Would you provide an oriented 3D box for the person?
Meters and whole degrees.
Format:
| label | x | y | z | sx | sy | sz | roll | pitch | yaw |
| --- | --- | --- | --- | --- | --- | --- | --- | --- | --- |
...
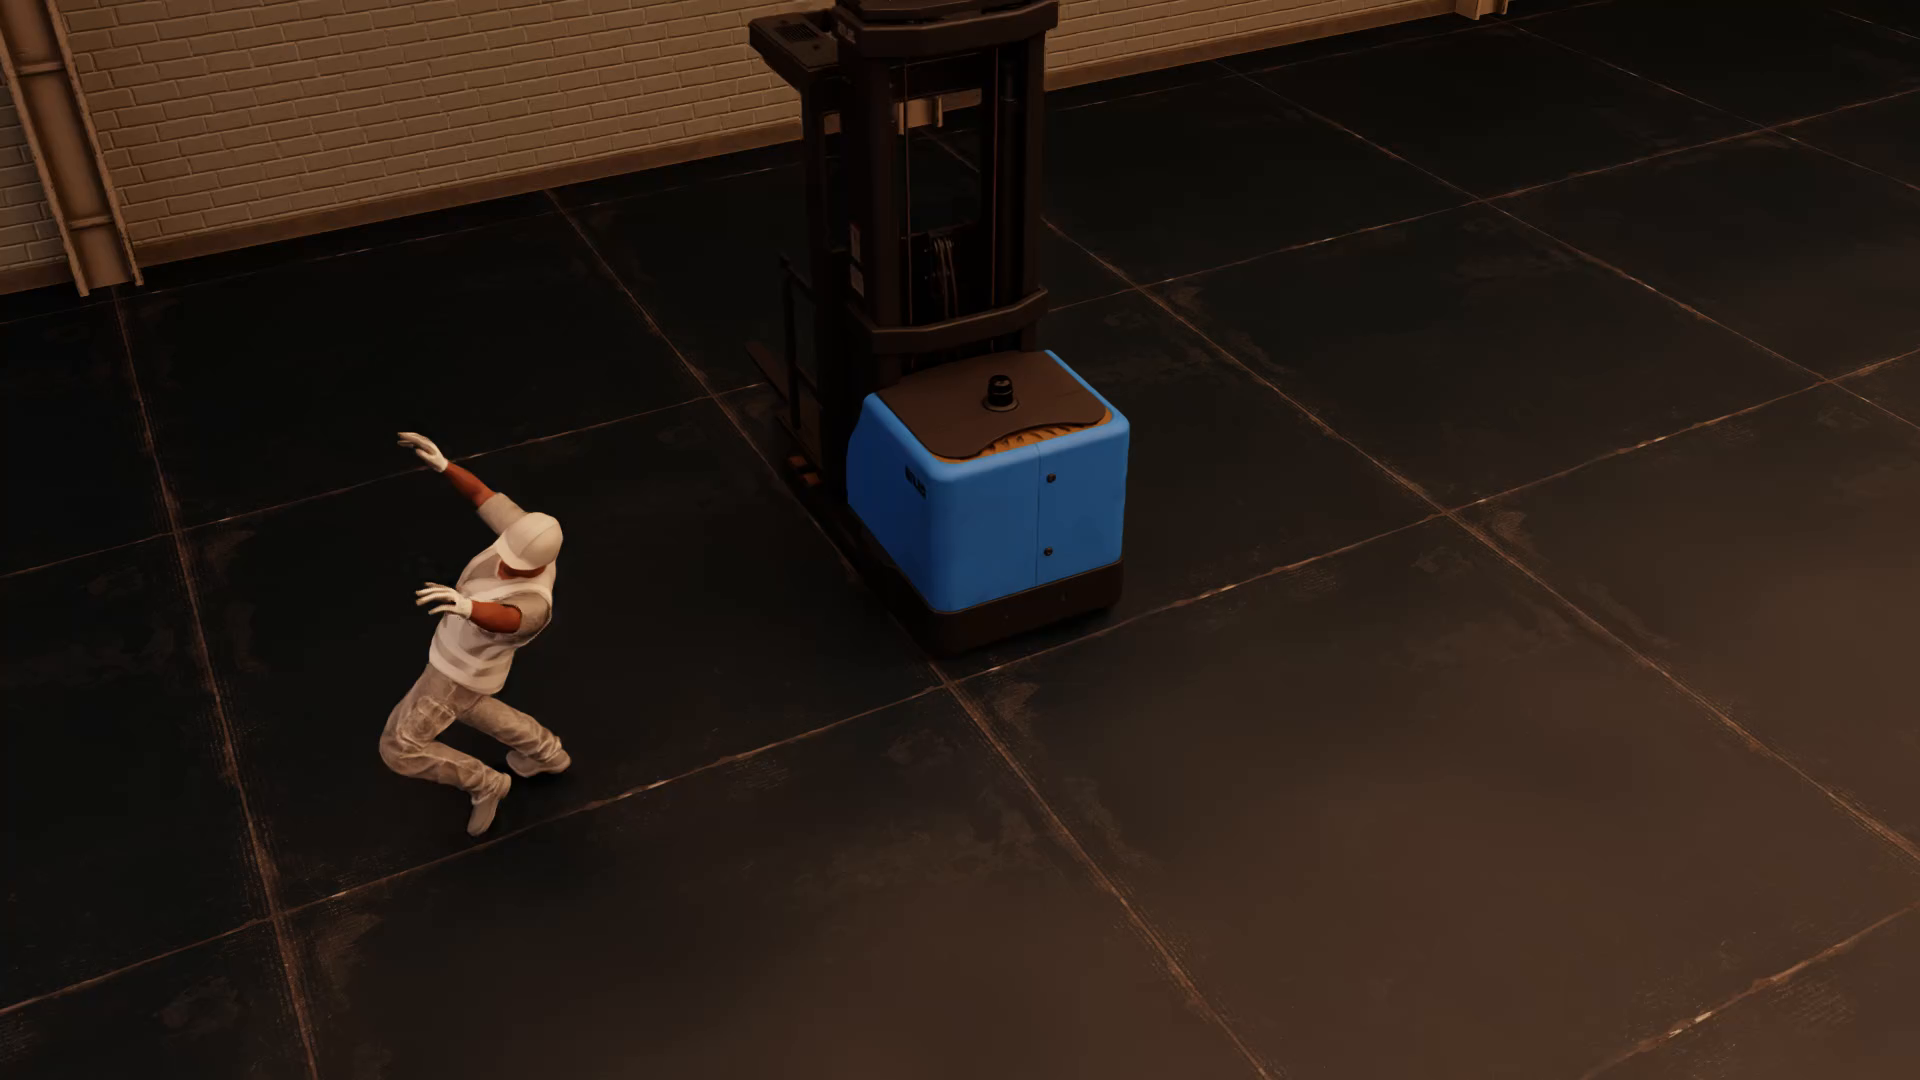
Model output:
| label | x | y | z | sx | sy | sz | roll | pitch | yaw |
| --- | --- | --- | --- | --- | --- | --- | --- | --- | --- |
| person | -1.907 | 0.487 | 6.537 | 0.795 | 1.687 | 1.077 | -1 | 35 | -1 |

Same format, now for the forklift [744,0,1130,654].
| label | x | y | z | sx | sy | sz | roll | pitch | yaw |
| --- | --- | --- | --- | --- | --- | --- | --- | --- | --- |
| forklift | -0.316 | -1.499 | 8.243 | 1.130 | 2.935 | 3.031 | -16 | 38 | -21 |
